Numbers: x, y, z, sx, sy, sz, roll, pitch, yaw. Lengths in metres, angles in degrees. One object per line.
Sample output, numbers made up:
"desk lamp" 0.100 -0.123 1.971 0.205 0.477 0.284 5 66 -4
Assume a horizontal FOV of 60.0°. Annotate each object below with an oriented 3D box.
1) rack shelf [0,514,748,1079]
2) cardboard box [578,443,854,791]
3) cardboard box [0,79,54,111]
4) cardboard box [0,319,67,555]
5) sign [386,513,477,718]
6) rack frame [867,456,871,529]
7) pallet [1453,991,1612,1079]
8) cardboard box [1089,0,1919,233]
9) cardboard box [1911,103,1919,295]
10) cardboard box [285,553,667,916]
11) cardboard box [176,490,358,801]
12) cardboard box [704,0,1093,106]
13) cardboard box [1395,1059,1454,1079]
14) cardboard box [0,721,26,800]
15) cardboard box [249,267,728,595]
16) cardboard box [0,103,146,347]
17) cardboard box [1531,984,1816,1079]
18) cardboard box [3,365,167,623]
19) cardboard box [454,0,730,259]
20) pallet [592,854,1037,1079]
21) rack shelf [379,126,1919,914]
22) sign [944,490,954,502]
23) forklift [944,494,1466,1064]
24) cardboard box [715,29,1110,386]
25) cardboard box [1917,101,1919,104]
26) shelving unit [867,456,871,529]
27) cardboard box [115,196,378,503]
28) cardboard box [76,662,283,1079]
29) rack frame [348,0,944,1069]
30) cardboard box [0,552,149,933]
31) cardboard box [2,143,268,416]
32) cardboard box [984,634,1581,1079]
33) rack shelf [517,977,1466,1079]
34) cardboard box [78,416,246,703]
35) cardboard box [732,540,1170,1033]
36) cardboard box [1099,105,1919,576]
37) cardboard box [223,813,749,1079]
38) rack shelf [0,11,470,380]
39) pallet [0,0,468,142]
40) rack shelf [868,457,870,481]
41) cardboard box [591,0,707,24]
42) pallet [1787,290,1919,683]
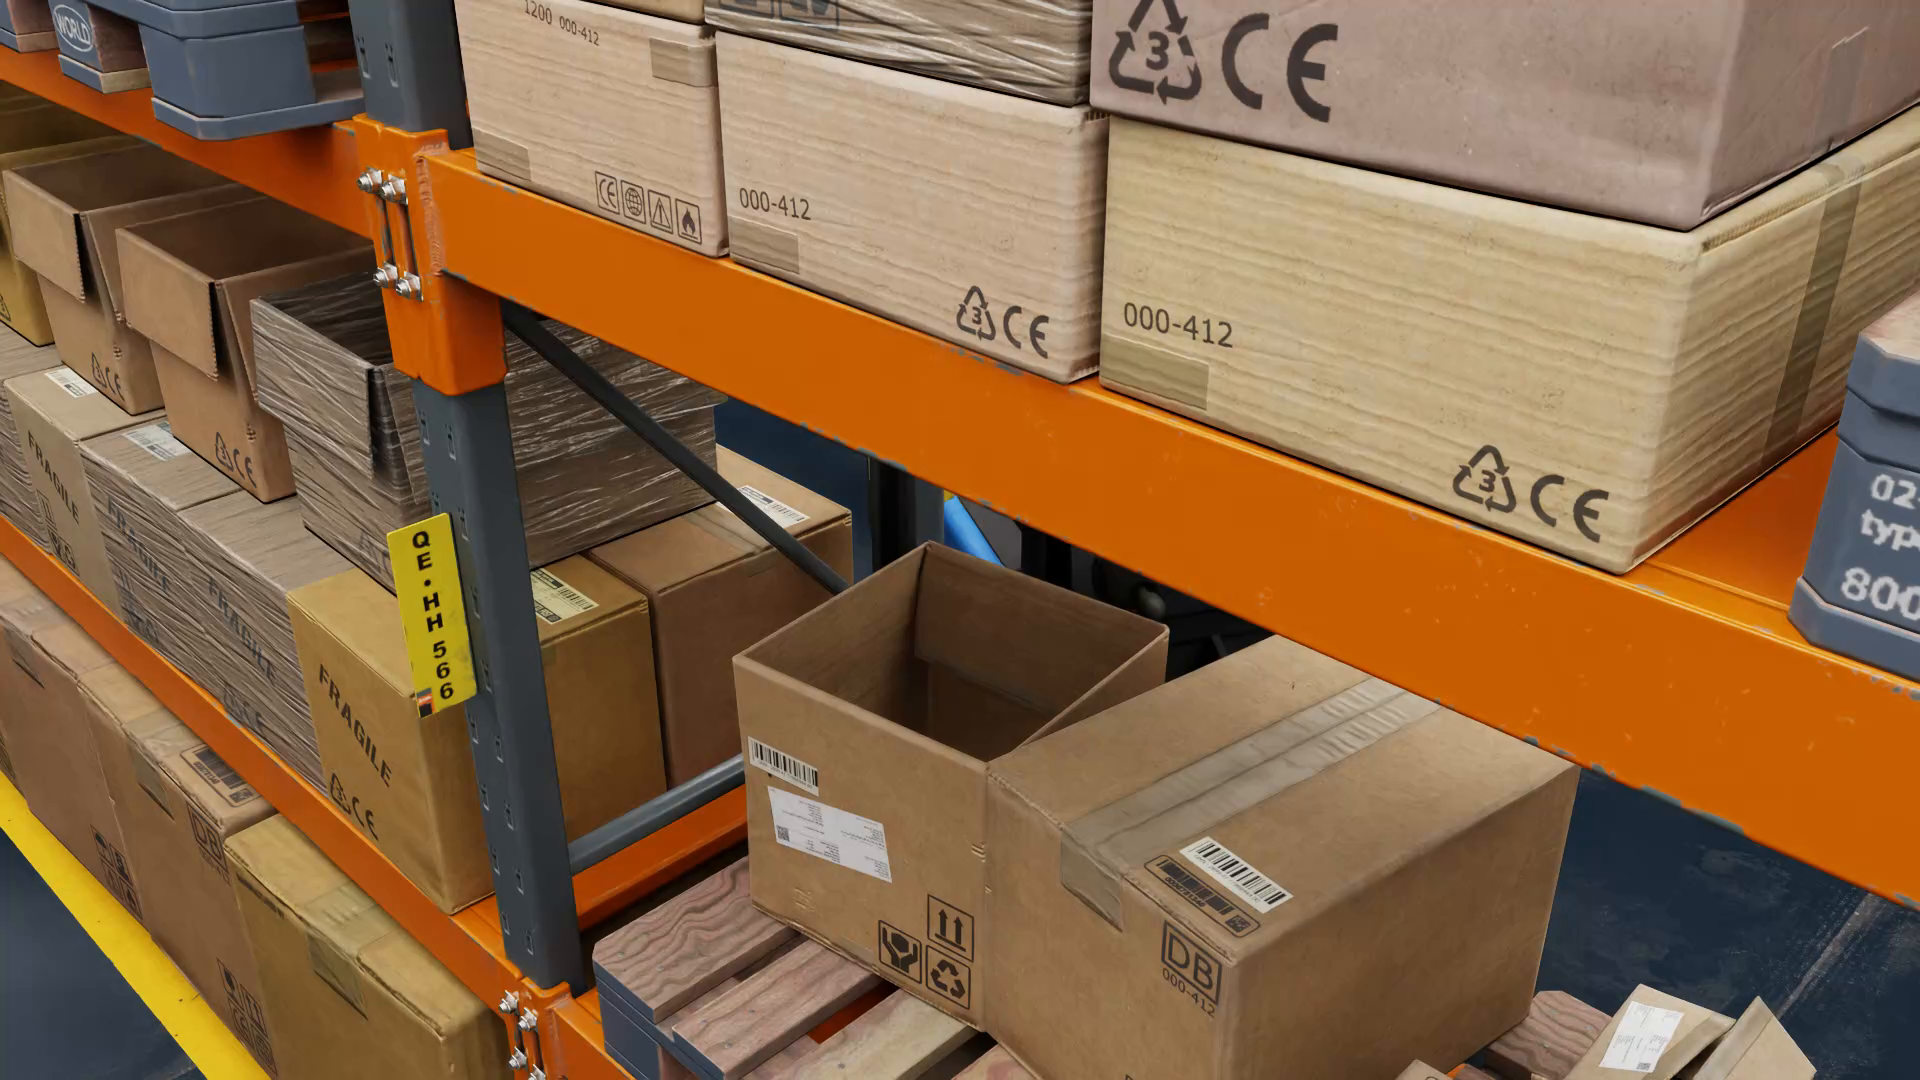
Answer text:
"rack shelf" -1.849 0.112 4.587 4.000 0.370 1.077 25 36 38
"cardboard box" -0.578 0.153 3.628 0.500 0.500 0.500 -24 36 -38
"cardboard box" -2.813 -1.141 5.012 0.637 0.503 0.797 23 36 37
"cardboard box" -2.406 -0.343 4.572 0.500 0.500 0.500 24 36 37
"sign" -0.809 0.119 2.556 0.005 0.325 0.100 25 36 38
"rack frame" -0.256 -0.781 7.124 0.023 1.500 0.400 25 36 38
"pallet" 1.018 1.164 2.020 1.213 0.211 1.003 25 36 38
"cardboard box" 0.455 -0.580 1.262 0.500 0.500 0.500 23 36 37
"cardboard box" 0.808 -0.419 1.762 0.500 0.250 0.500 -24 36 -38
"cardboard box" -0.948 0.323 3.305 0.500 0.500 0.500 -24 36 -38
"cardboard box" -1.299 0.159 3.618 0.500 0.500 0.500 24 36 38
"cardboard box" 0.091 -0.741 1.569 0.500 0.500 0.500 25 37 39
"cardboard box" 0.611 0.950 1.930 0.500 0.250 0.500 23 36 37
"cardboard box" -2.804 0.098 5.672 0.875 0.875 1.225 25 36 39
"cardboard box" -0.932 -0.286 3.385 0.797 0.503 0.637 -24 36 -38
"cardboard box" -2.332 -0.914 4.579 0.797 0.503 0.637 -25 37 -39
"cardboard box" 0.956 0.774 2.247 0.258 0.266 0.396 23 36 37
"cardboard box" -2.034 -0.176 4.254 0.500 0.500 0.500 -24 36 -38
"cardboard box" -0.266 -0.577 2.063 0.500 0.250 0.500 -25 36 -38
"pallet" 0.160 0.728 2.848 1.003 0.211 1.213 25 36 38
"rack shelf" 1.004 0.090 1.406 4.000 0.370 1.077 25 36 38
"sign" -0.049 -0.214 3.275 0.005 0.325 0.100 25 36 38
"forklift" 0.771 0.010 4.081 1.130 2.935 3.031 -8 29 -14
"cardboard box" 0.100 -0.409 1.744 0.500 0.250 0.500 -24 36 -38
"cardboard box" 0.809 -0.744 1.574 0.500 0.500 0.500 -25 36 -38
"shelving unit" 0.005 -0.662 6.897 0.755 1.500 0.431 25 36 38
"cardboard box" -1.395 -0.499 3.791 0.797 0.503 0.637 -24 36 -38
"cardboard box" -1.530 0.675 4.574 0.875 0.875 1.225 25 36 39
"rack frame" -0.420 0.445 3.180 0.053 2.616 0.949 25 36 38
"cardboard box" -2.167 0.389 5.119 0.875 0.875 1.225 23 36 37
"cardboard box" -1.878 -0.716 4.203 0.797 0.503 0.637 -24 36 -38
"cardboard box" 0.459 0.528 2.464 0.700 0.500 0.500 -19 33 -32
"rack shelf" 1.004 1.417 2.104 4.000 0.370 1.077 25 36 38
"cardboard box" -1.672 -0.010 3.938 0.500 0.500 0.500 23 36 37
"cardboard box" -0.009 0.379 2.747 0.500 0.500 0.500 20 33 33
"cardboard box" 0.473 -0.245 1.431 0.500 0.250 0.500 -24 36 -38
"cardboard box" -0.900 0.969 4.016 0.875 0.875 1.225 23 35 36
"rack shelf" -1.849 -1.215 3.888 4.000 0.370 1.077 25 36 38
"pallet" -0.919 -0.990 2.890 1.213 0.211 1.003 -23 36 -37
"rack shelf" 0.005 -0.373 7.049 0.720 0.370 0.431 25 36 38
"cardboard box" -0.268 -0.908 1.886 0.500 0.500 0.500 -25 37 -39
"pallet" 1.323 -0.067 1.133 1.003 0.211 1.213 25 36 38
